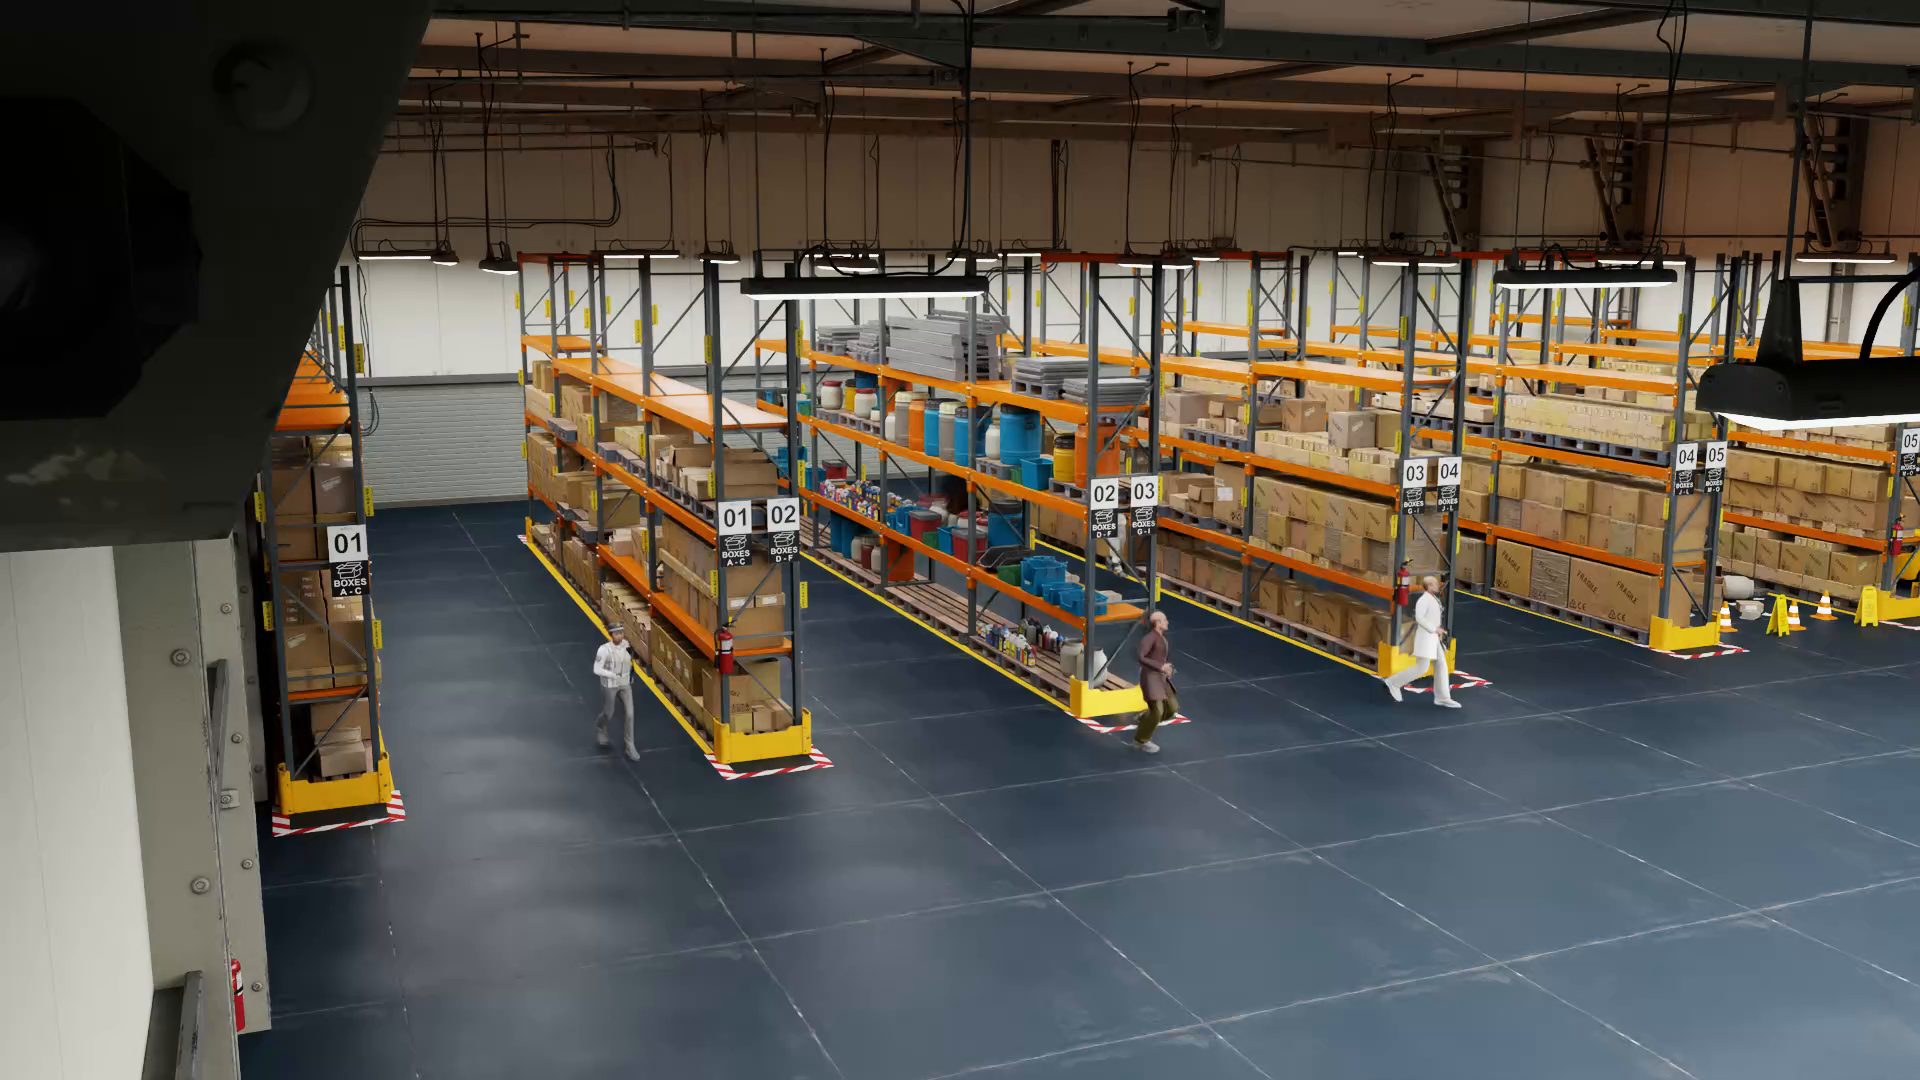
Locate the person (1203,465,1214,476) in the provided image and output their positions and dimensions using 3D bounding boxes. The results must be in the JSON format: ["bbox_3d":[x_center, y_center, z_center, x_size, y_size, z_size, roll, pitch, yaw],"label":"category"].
[{"bbox_3d":[6.178,-2.017,41.325,0.931,1.697,0.684,10,14,43],"label":"person"}]

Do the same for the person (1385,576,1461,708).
[{"bbox_3d":[6.405,1.398,22.705,1.032,1.653,0.771,6,12,29],"label":"person"}]

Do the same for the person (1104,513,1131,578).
[{"bbox_3d":[2.797,-0.241,29.787,0.667,1.797,0.893,-5,12,-26],"label":"person"}]

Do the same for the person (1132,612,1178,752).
[{"bbox_3d":[2.470,1.744,20.806,0.610,1.704,0.714,6,12,29],"label":"person"}]

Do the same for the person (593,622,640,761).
[{"bbox_3d":[-4.261,1.805,20.487,0.585,1.705,0.905,-8,13,-36],"label":"person"}]
